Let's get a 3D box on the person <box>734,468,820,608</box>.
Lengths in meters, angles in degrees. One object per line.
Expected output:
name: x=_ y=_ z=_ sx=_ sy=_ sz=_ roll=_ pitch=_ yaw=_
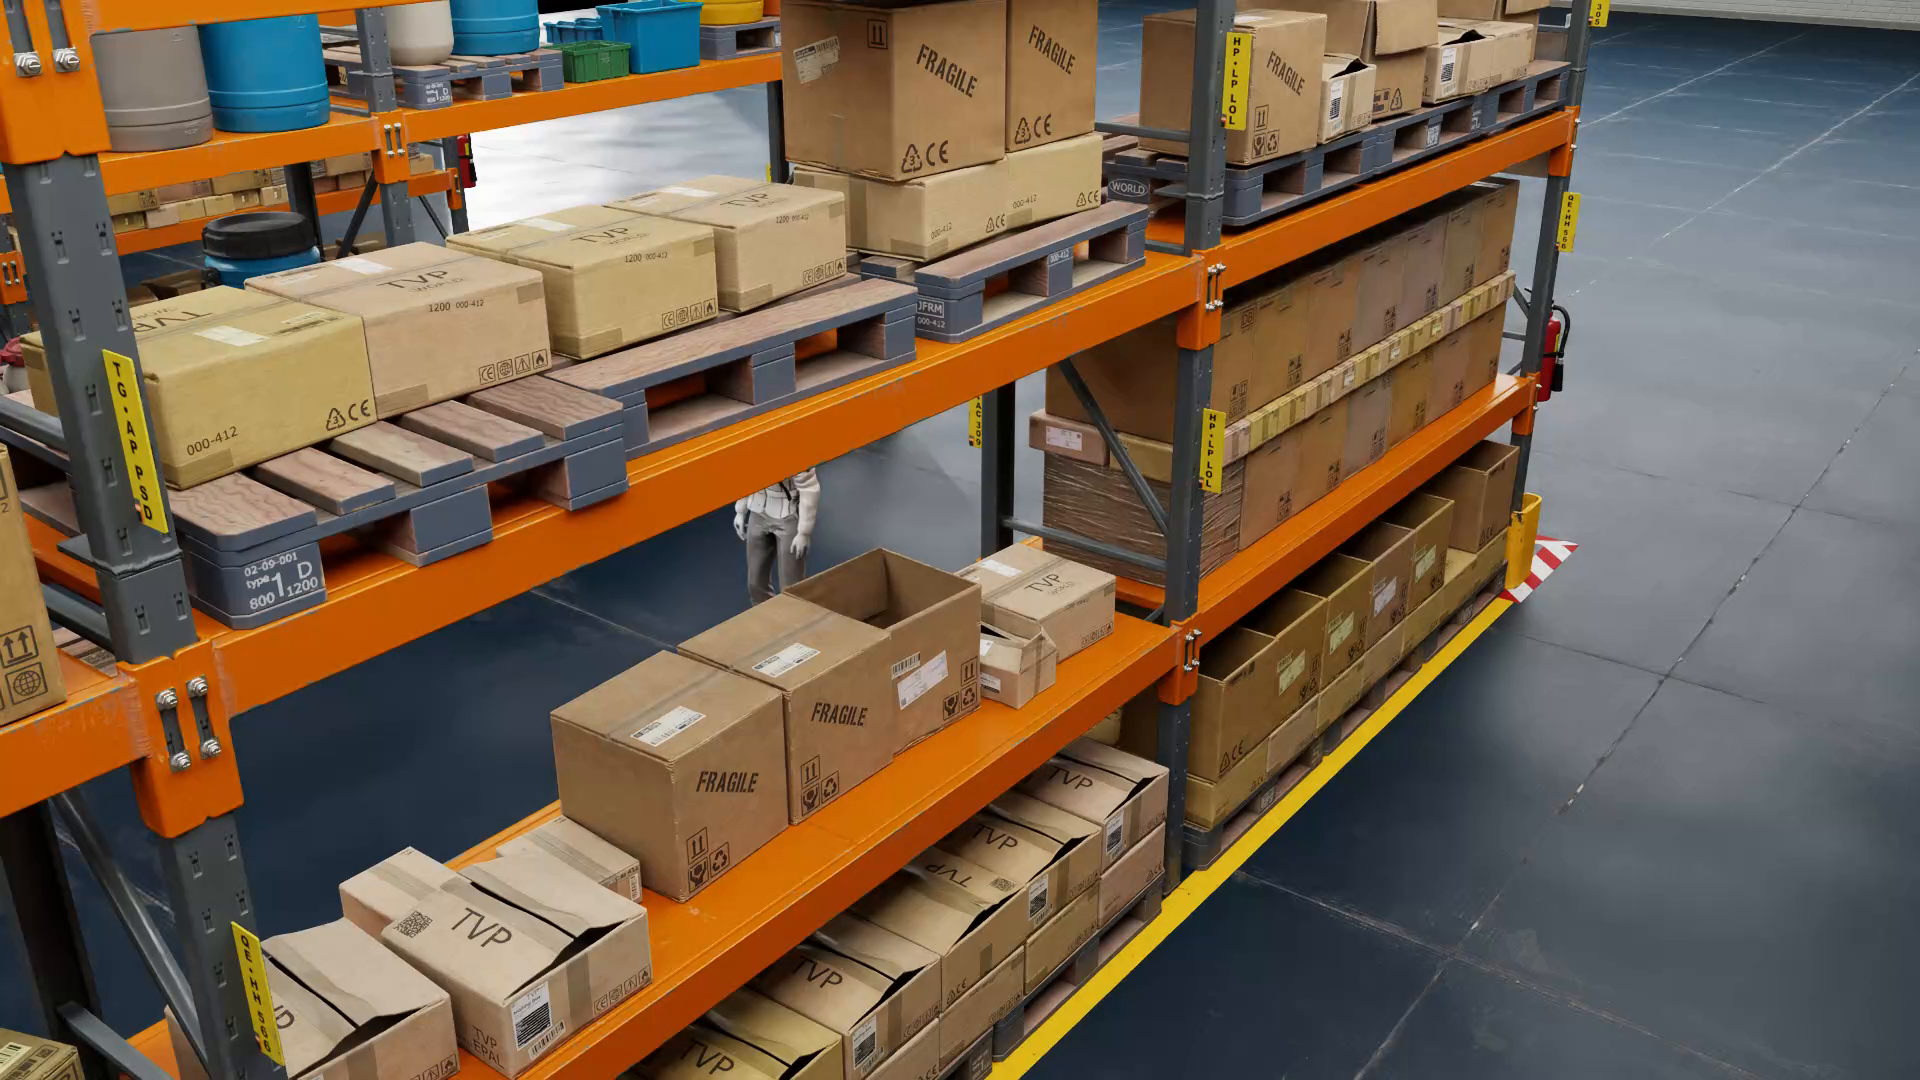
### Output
person: x=-0.970 y=-0.088 z=8.794 sx=0.529 sy=1.663 sz=0.372 roll=17 pitch=29 yaw=34
